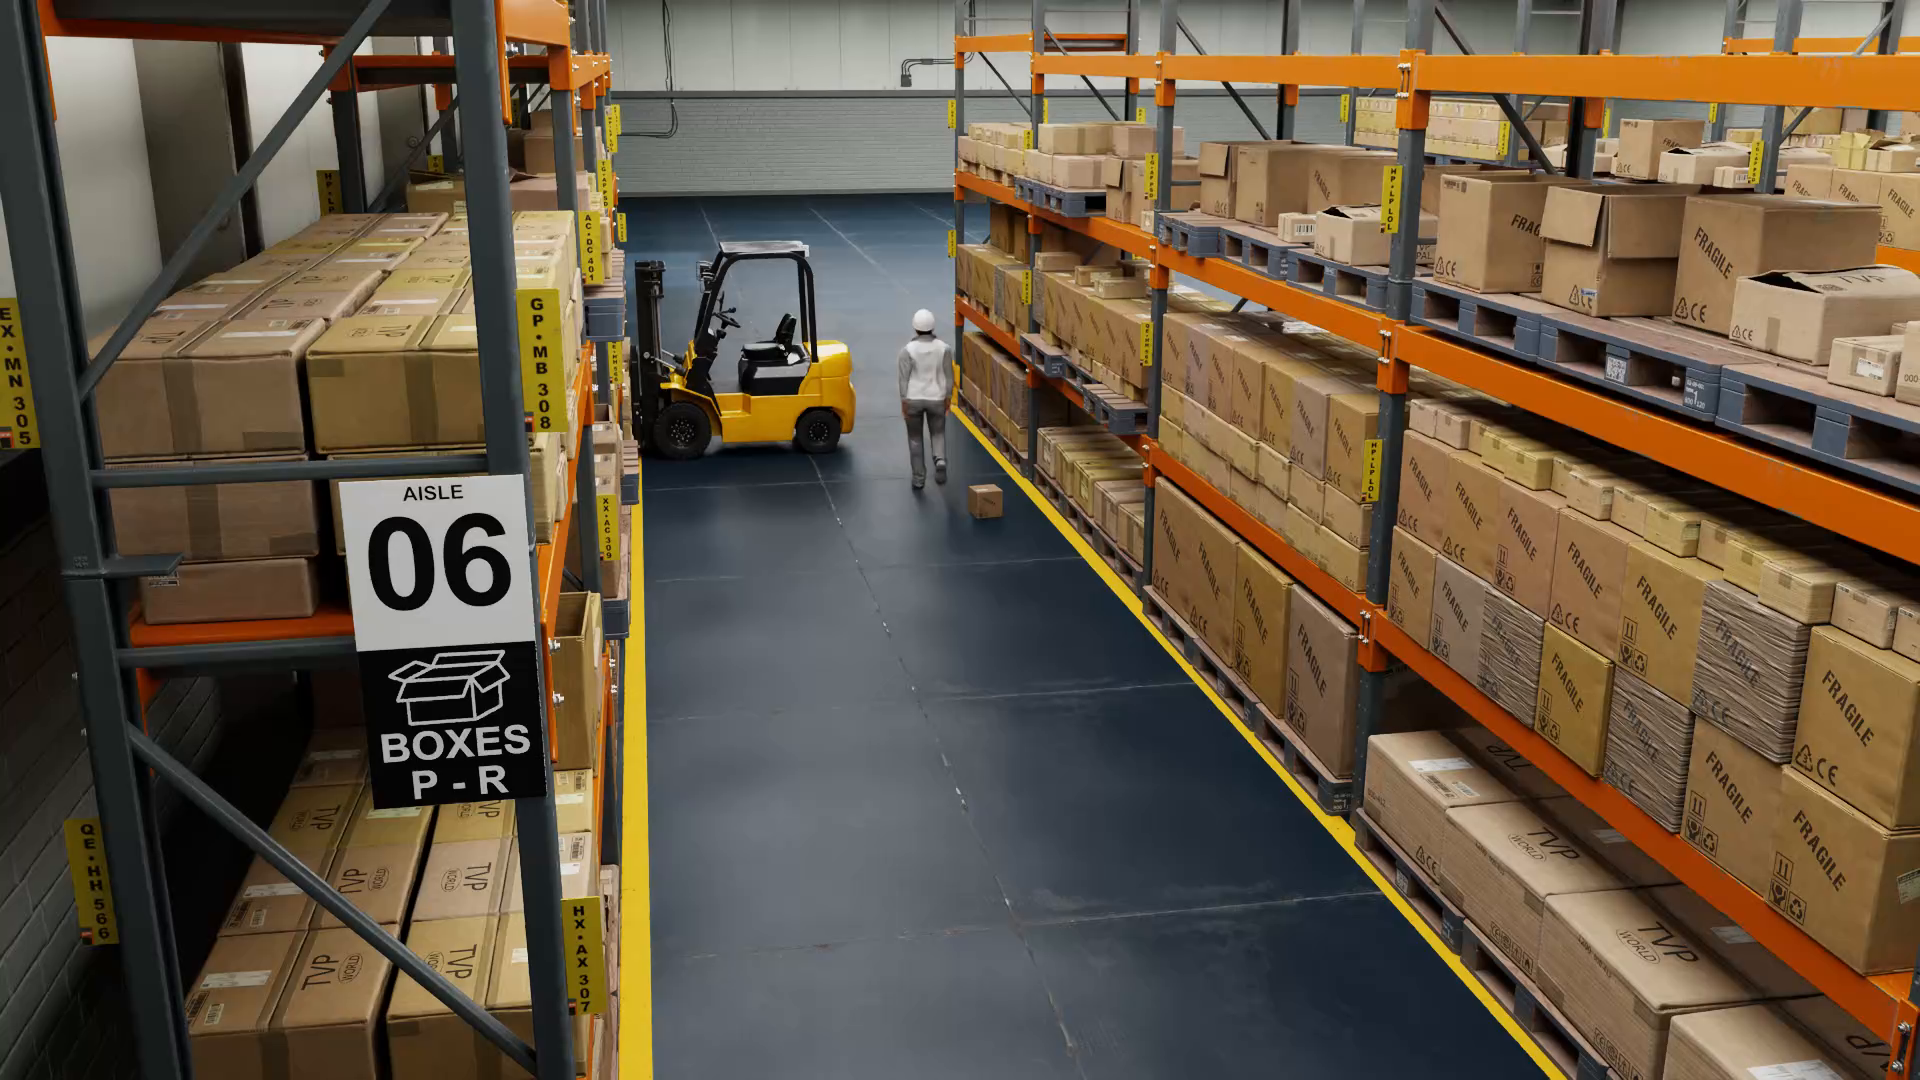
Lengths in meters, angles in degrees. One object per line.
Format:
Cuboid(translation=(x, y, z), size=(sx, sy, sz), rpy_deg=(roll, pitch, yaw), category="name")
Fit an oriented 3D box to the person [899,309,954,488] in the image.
Cuboid(translation=(-0.322, -1.358, 16.102), size=(0.537, 1.757, 0.623), rpy_deg=(-3, 17, -11), category="person")
